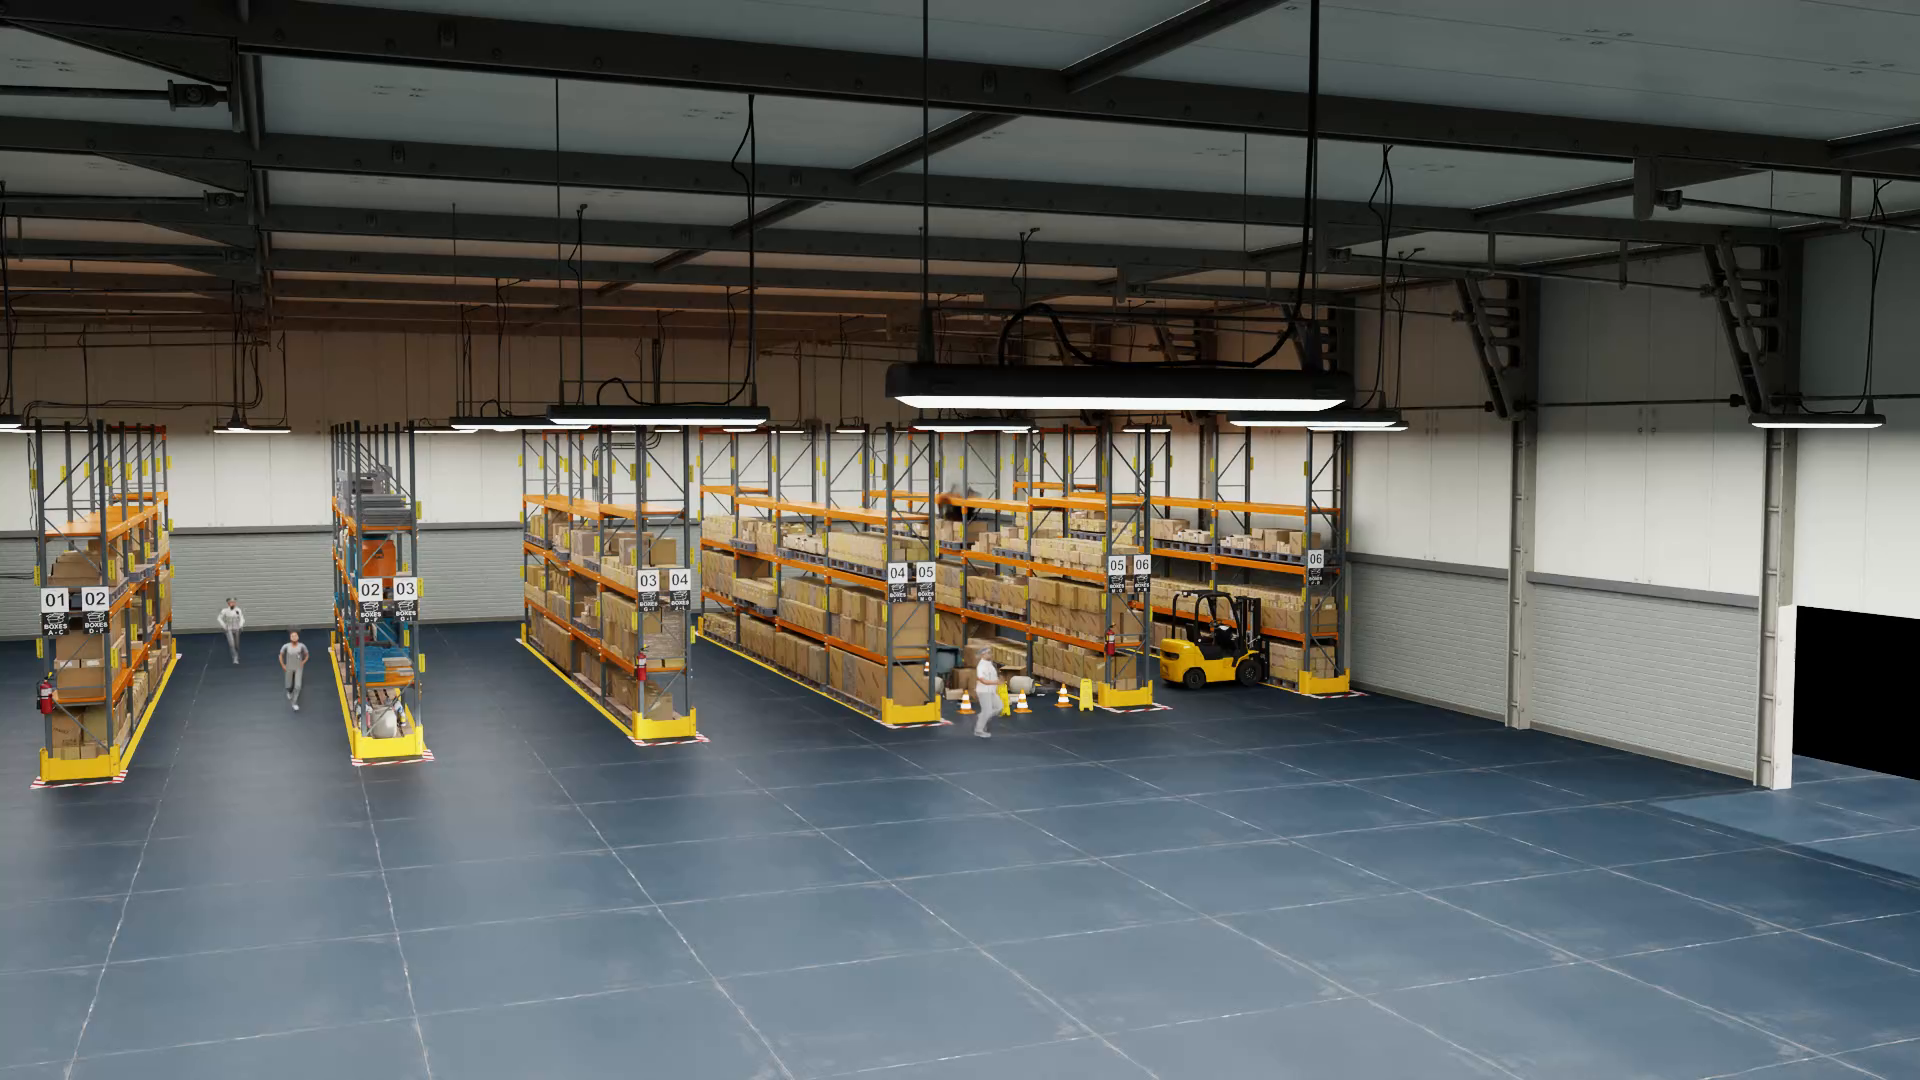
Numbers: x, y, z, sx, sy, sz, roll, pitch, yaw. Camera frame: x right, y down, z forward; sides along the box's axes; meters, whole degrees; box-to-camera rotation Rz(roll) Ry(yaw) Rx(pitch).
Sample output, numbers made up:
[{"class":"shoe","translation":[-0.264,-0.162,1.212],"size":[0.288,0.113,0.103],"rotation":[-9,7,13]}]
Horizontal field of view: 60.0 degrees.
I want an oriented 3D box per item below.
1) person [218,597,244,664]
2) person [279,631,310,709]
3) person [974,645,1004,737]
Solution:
[{"class":"person","translation":[-18.406,2.275,42.010],"size":[0.620,1.690,0.787],"rotation":[-3,4,-35]},{"class":"person","translation":[-14.017,2.731,35.031],"size":[0.601,1.626,0.569],"rotation":[-1,4,-20]},{"class":"person","translation":[0.565,2.869,31.629],"size":[0.607,1.743,0.651],"rotation":[1,4,19]}]
